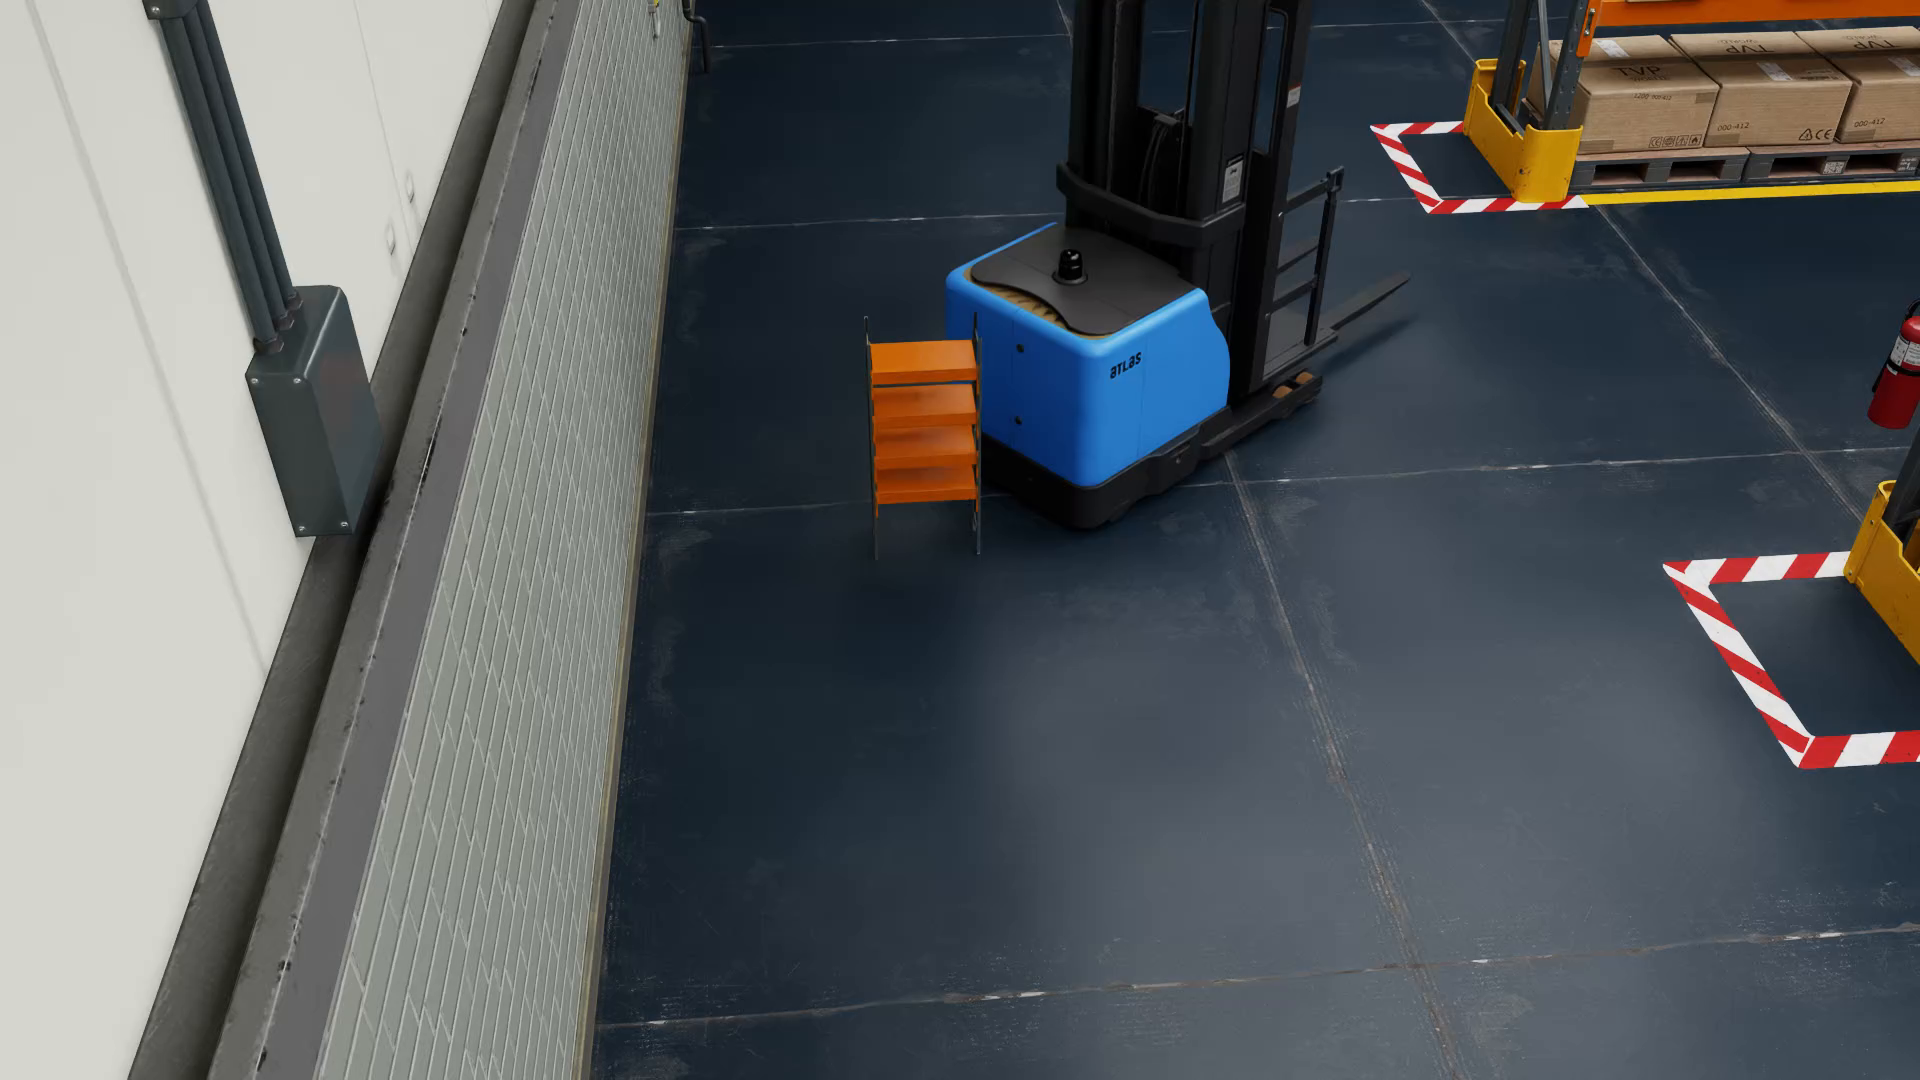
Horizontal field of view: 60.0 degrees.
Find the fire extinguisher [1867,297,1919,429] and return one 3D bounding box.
[{"bbox_3d":[4.030,-0.789,7.014,0.183,0.674,0.296,-3,38,-4],"label":"fire extinguisher"}]

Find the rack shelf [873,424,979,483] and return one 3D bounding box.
[{"bbox_3d":[-0.165,-0.409,7.731,0.480,0.148,0.258,-3,38,-4],"label":"rack shelf"}]

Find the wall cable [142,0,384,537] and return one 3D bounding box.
[{"bbox_3d":[-1.277,-3.064,2.093,0.120,5.999,2.277,-3,38,-4],"label":"wall cable"}]

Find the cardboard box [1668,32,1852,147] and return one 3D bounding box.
[{"bbox_3d":[5.342,-3.056,11.253,0.875,0.438,0.875,-2,38,-3],"label":"cardboard box"}]

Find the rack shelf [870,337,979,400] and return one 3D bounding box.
[{"bbox_3d":[-0.165,-0.770,7.445,0.480,0.148,0.258,-3,38,-4],"label":"rack shelf"}]

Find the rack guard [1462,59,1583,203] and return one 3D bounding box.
[{"bbox_3d":[3.759,-2.761,11.168,0.348,0.500,1.175,-3,38,-4],"label":"rack guard"}]

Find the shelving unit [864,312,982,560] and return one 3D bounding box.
[{"bbox_3d":[-0.165,-0.462,7.689,0.503,1.200,0.258,-3,38,-4],"label":"shelving unit"}]

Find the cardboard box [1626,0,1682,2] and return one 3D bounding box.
[{"bbox_3d":[4.286,-3.632,10.173,0.500,0.500,0.500,-3,38,-4],"label":"cardboard box"}]

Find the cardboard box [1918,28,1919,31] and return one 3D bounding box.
[{"bbox_3d":[7.132,-3.154,11.377,0.875,0.438,0.875,-4,38,-5],"label":"cardboard box"}]

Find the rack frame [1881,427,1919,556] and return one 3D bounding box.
[{"bbox_3d":[4.322,-0.695,6.531,0.127,3.000,1.000,-3,38,-4],"label":"rack frame"}]

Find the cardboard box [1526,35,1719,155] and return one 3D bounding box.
[{"bbox_3d":[4.431,-3.001,11.183,0.875,0.438,0.875,-4,38,-6],"label":"cardboard box"}]

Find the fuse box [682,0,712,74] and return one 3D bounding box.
[{"bbox_3d":[-1.873,-4.218,12.037,0.414,1.711,0.539,-3,38,-4],"label":"fuse box"}]

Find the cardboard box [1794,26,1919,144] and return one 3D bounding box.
[{"bbox_3d":[6.240,-3.104,11.314,0.875,0.438,0.875,-4,38,-5],"label":"cardboard box"}]

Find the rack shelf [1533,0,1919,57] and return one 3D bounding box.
[{"bbox_3d":[5.775,-3.571,10.757,4.000,0.370,1.077,-3,38,-4],"label":"rack shelf"}]

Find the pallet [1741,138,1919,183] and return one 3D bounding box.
[{"bbox_3d":[5.784,-2.806,11.458,1.213,0.211,1.003,-3,38,-4],"label":"pallet"}]

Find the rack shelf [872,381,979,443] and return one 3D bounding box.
[{"bbox_3d":[-0.165,-0.585,7.592,0.480,0.148,0.258,-3,38,-4],"label":"rack shelf"}]

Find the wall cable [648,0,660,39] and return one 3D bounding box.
[{"bbox_3d":[-1.832,-3.831,9.660,0.123,1.953,0.585,-3,38,-4],"label":"wall cable"}]

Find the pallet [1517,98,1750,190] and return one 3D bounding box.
[{"bbox_3d":[4.572,-2.741,11.376,1.213,0.211,1.003,-3,38,-4],"label":"pallet"}]

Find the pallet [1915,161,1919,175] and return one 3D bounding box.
[{"bbox_3d":[7.002,-2.875,11.545,1.213,0.211,1.003,-3,38,-4],"label":"pallet"}]

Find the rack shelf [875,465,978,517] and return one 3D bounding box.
[{"bbox_3d":[-0.165,-0.253,7.853,0.480,0.148,0.258,-3,38,-4],"label":"rack shelf"}]

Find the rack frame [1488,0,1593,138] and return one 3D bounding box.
[{"bbox_3d":[3.782,-3.744,10.395,0.127,3.000,1.000,-3,38,-4],"label":"rack frame"}]

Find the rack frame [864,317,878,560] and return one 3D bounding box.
[{"bbox_3d":[-0.408,-0.449,7.672,0.015,1.200,0.240,-3,38,-4],"label":"rack frame"}]

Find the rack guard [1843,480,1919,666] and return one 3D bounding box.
[{"bbox_3d":[4.397,0.282,7.311,0.348,0.500,1.175,-3,38,-4],"label":"rack guard"}]

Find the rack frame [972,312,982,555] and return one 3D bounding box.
[{"bbox_3d":[0.078,-0.475,7.706,0.015,1.200,0.240,-3,38,-4],"label":"rack frame"}]

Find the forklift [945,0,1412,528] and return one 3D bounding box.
[{"bbox_3d":[1.316,-2.012,8.255,3.031,2.935,1.130,-31,48,-33],"label":"forklift"}]
